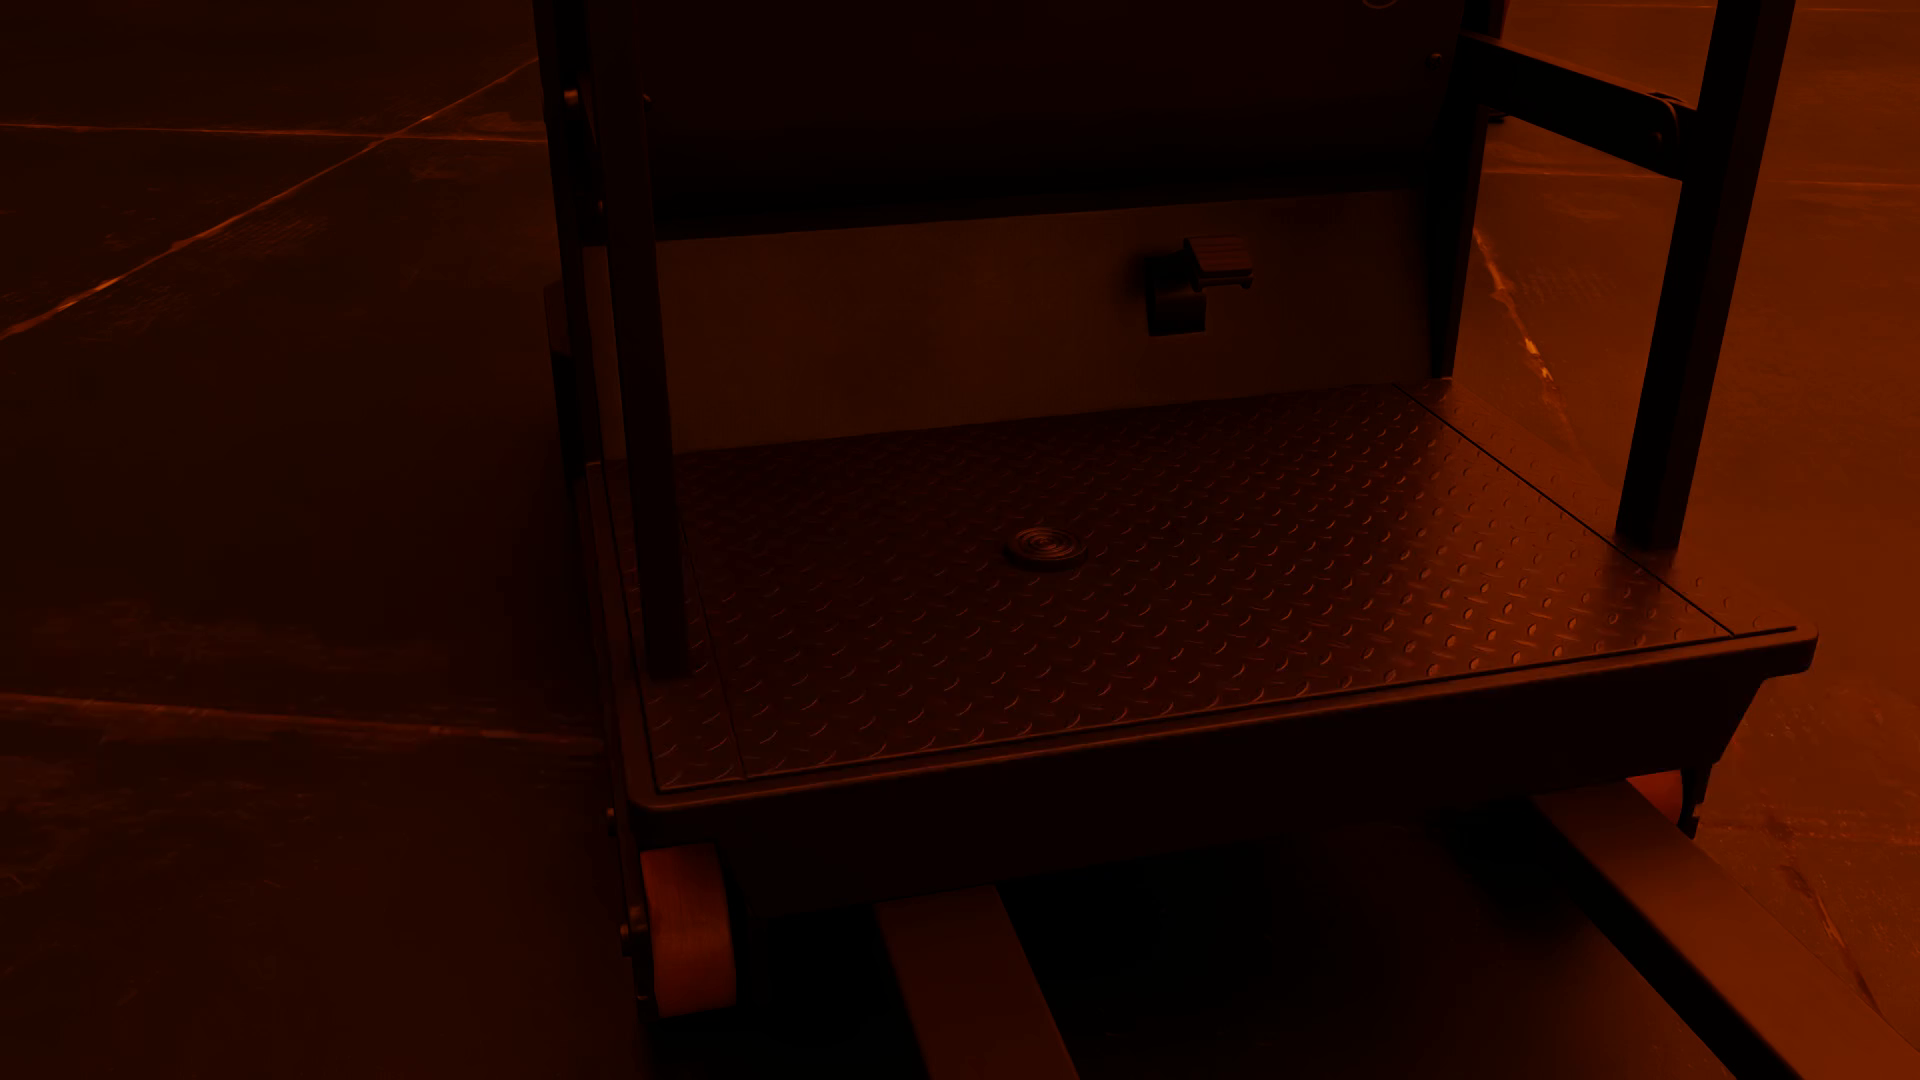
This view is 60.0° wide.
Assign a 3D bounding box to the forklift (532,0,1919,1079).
[{"bbox_3d":[0.153,-1.049,1.319,1.130,2.935,3.031,-7,27,-13],"label":"forklift"}]

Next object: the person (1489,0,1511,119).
[{"bbox_3d":[1.635,-2.160,4.902,0.375,1.724,0.525,19,32,33],"label":"person"}]
